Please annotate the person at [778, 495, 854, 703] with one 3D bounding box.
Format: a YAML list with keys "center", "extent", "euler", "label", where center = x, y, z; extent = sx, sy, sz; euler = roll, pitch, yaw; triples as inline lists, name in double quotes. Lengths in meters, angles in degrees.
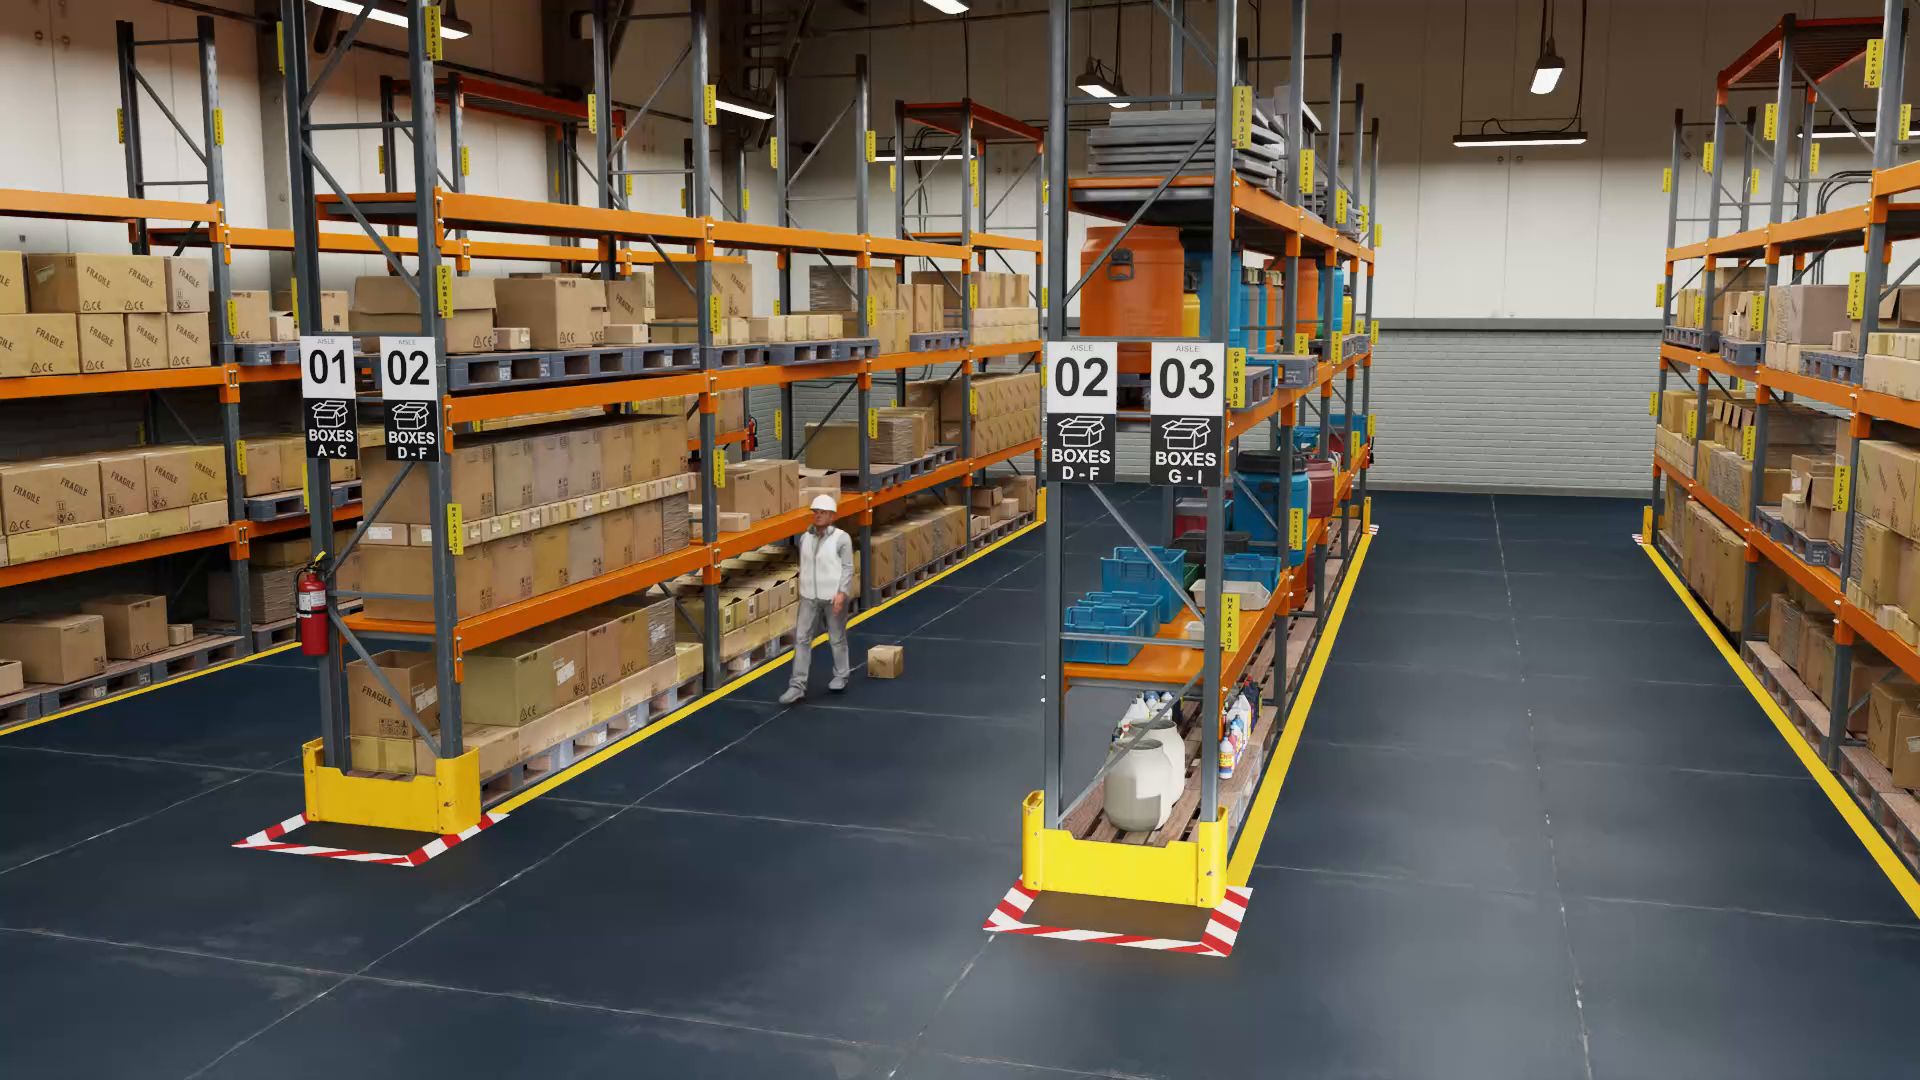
- center: [-1.199, 0.487, 14.286]
  extent: [0.565, 1.728, 0.955]
  euler: [3, 9, 18]
  label: "person"
